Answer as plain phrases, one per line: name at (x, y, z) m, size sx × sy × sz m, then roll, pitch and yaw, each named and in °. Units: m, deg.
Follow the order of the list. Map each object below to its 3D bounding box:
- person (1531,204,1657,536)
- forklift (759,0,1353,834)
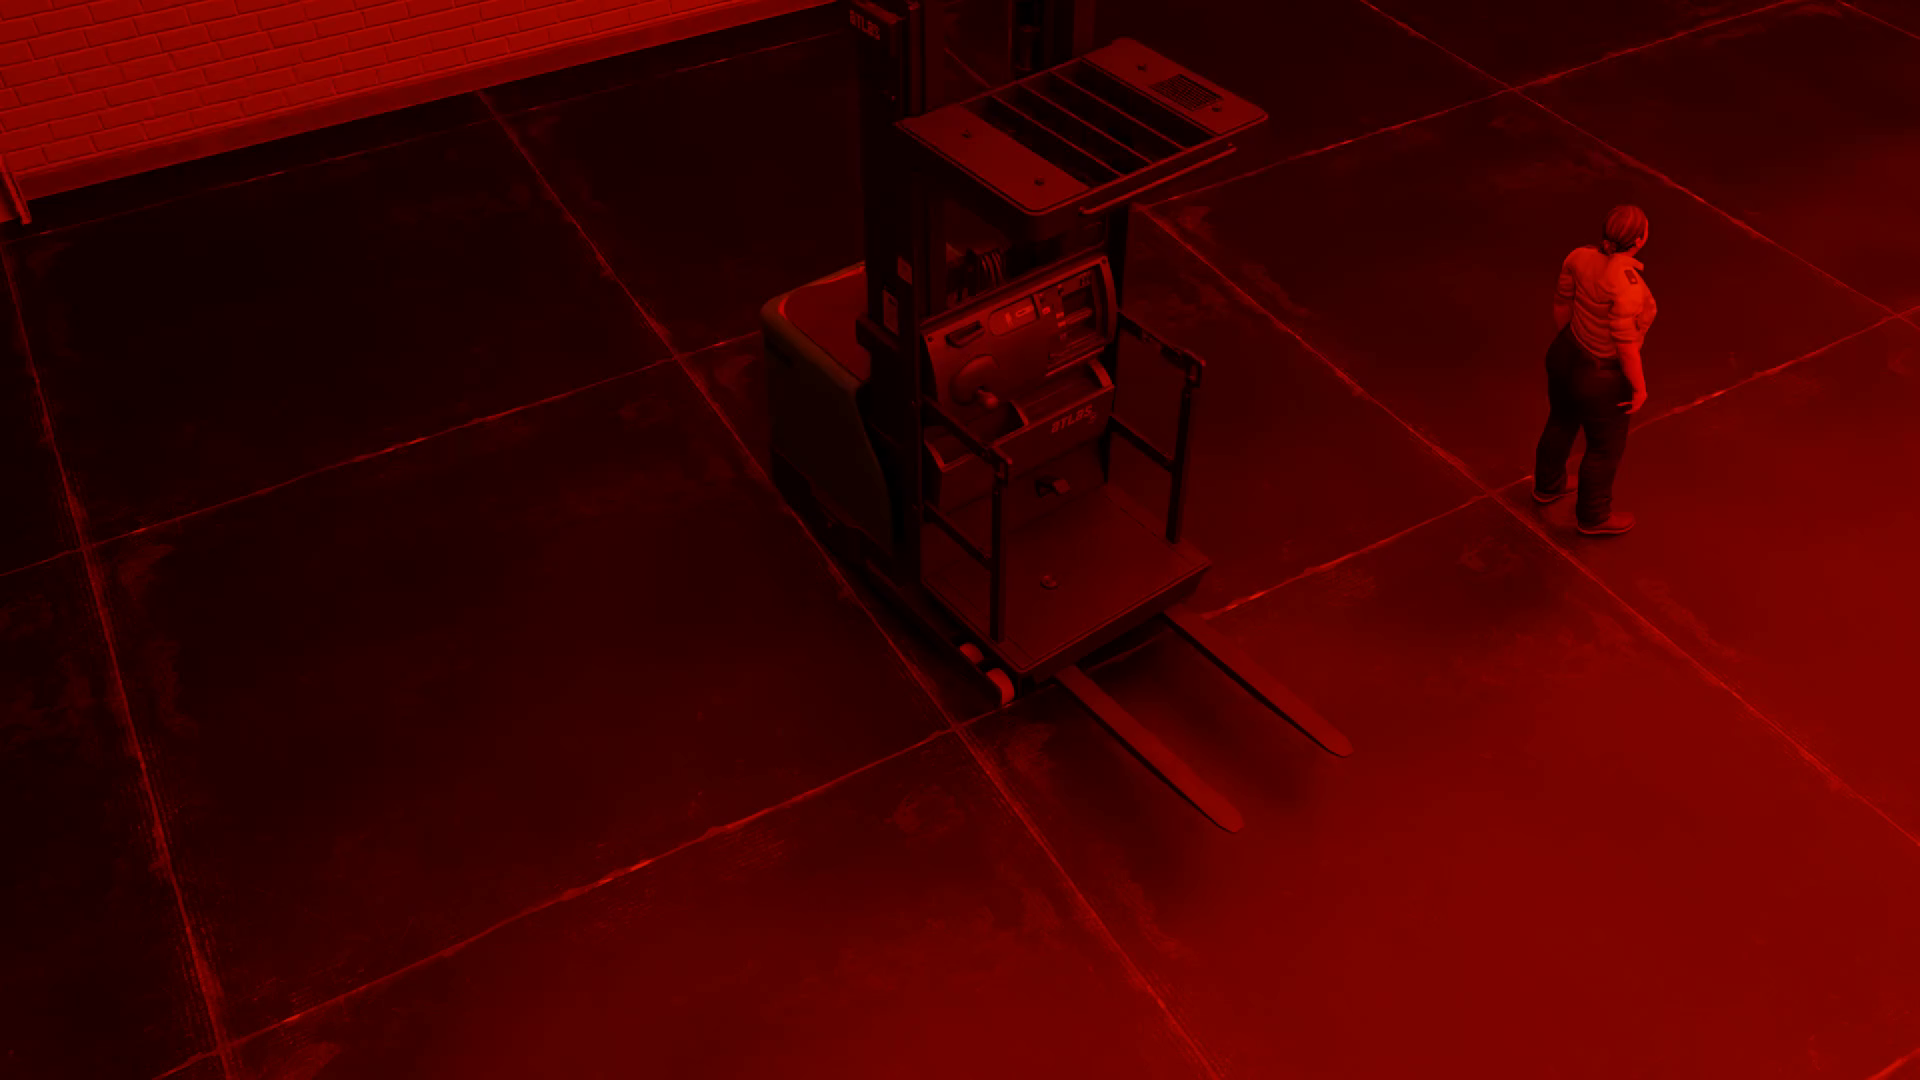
person at (2.911, -0.779, 7.482) m, size 0.475 × 1.661 × 0.573 m, roll -14°, pitch 45°, yaw -15°
forklift at (0.382, -0.749, 6.505) m, size 1.130 × 2.935 × 3.031 m, roll -28°, pitch 49°, yaw -27°
